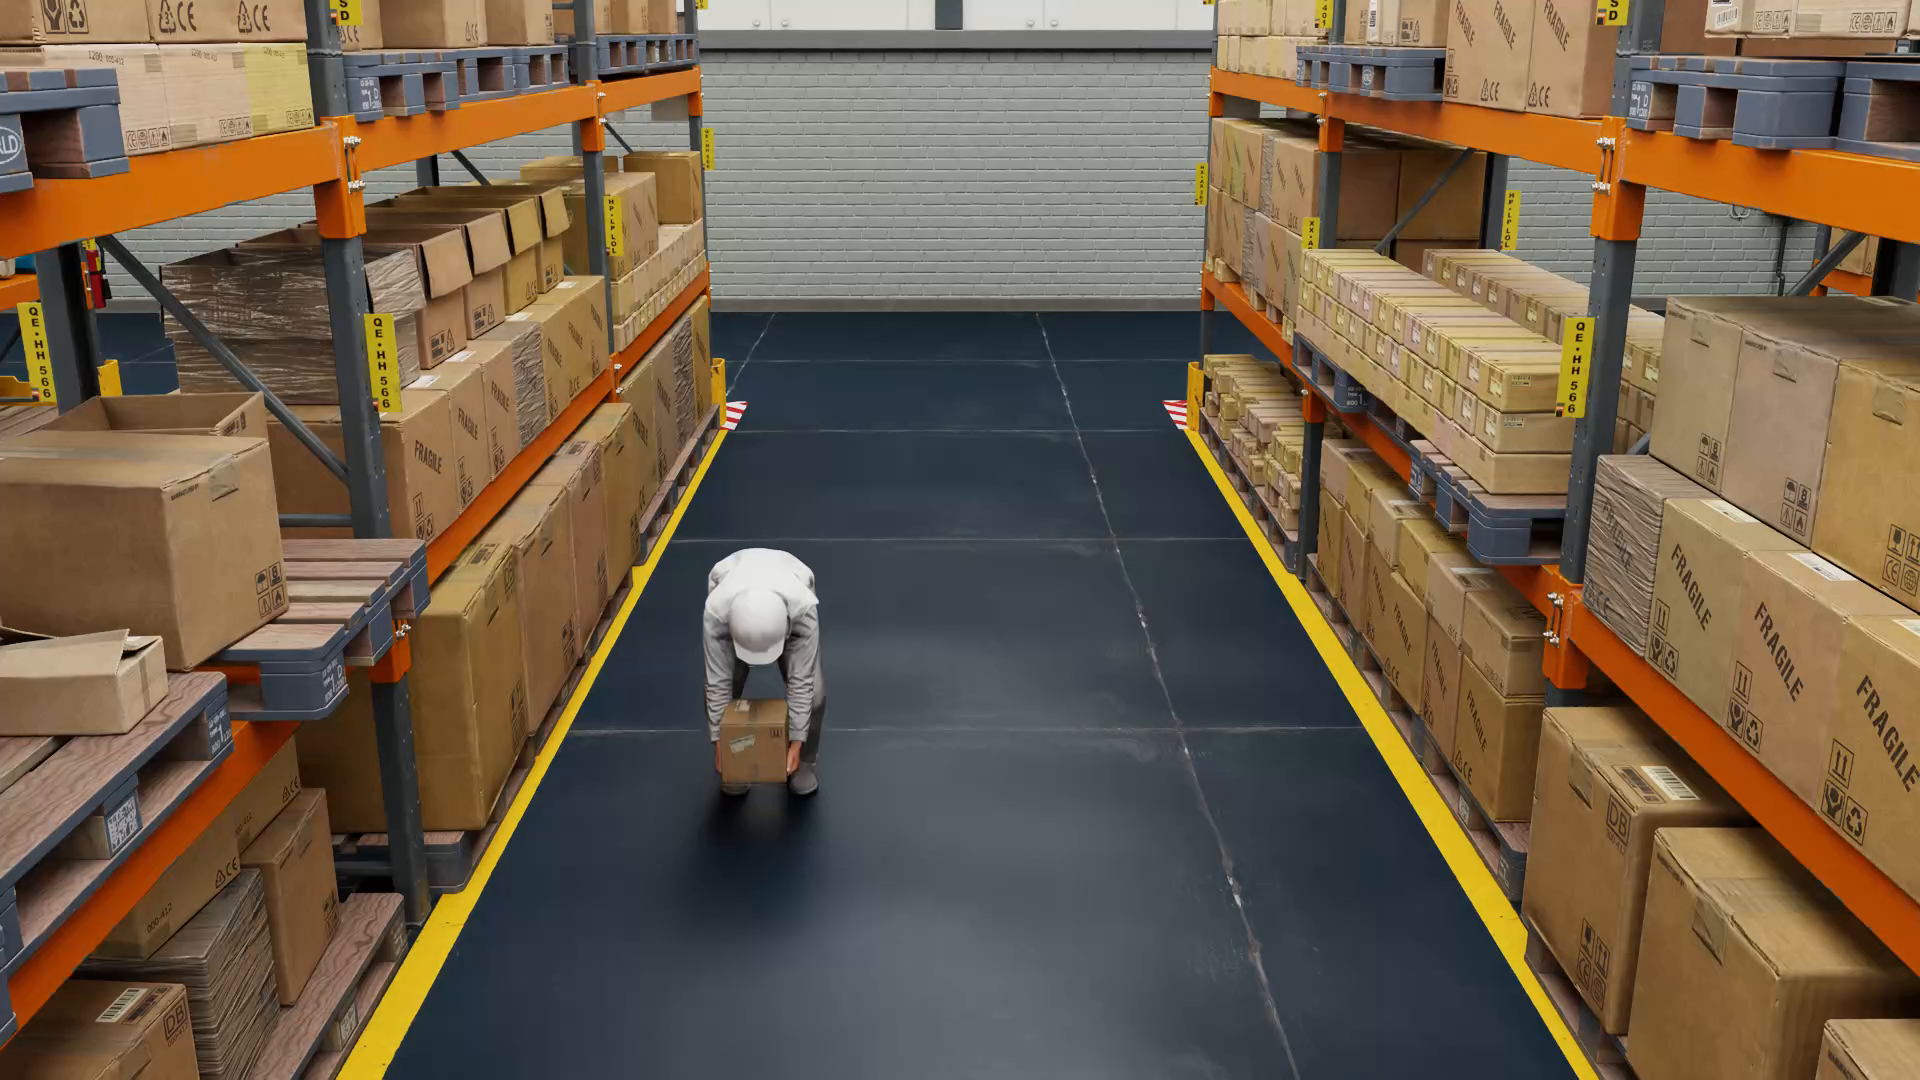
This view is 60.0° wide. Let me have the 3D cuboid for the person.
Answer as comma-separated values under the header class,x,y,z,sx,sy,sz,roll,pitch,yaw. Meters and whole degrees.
class,x,y,z,sx,sy,sz,roll,pitch,yaw
person,-0.800,0.591,6.768,0.506,1.071,0.983,-1,17,-3
